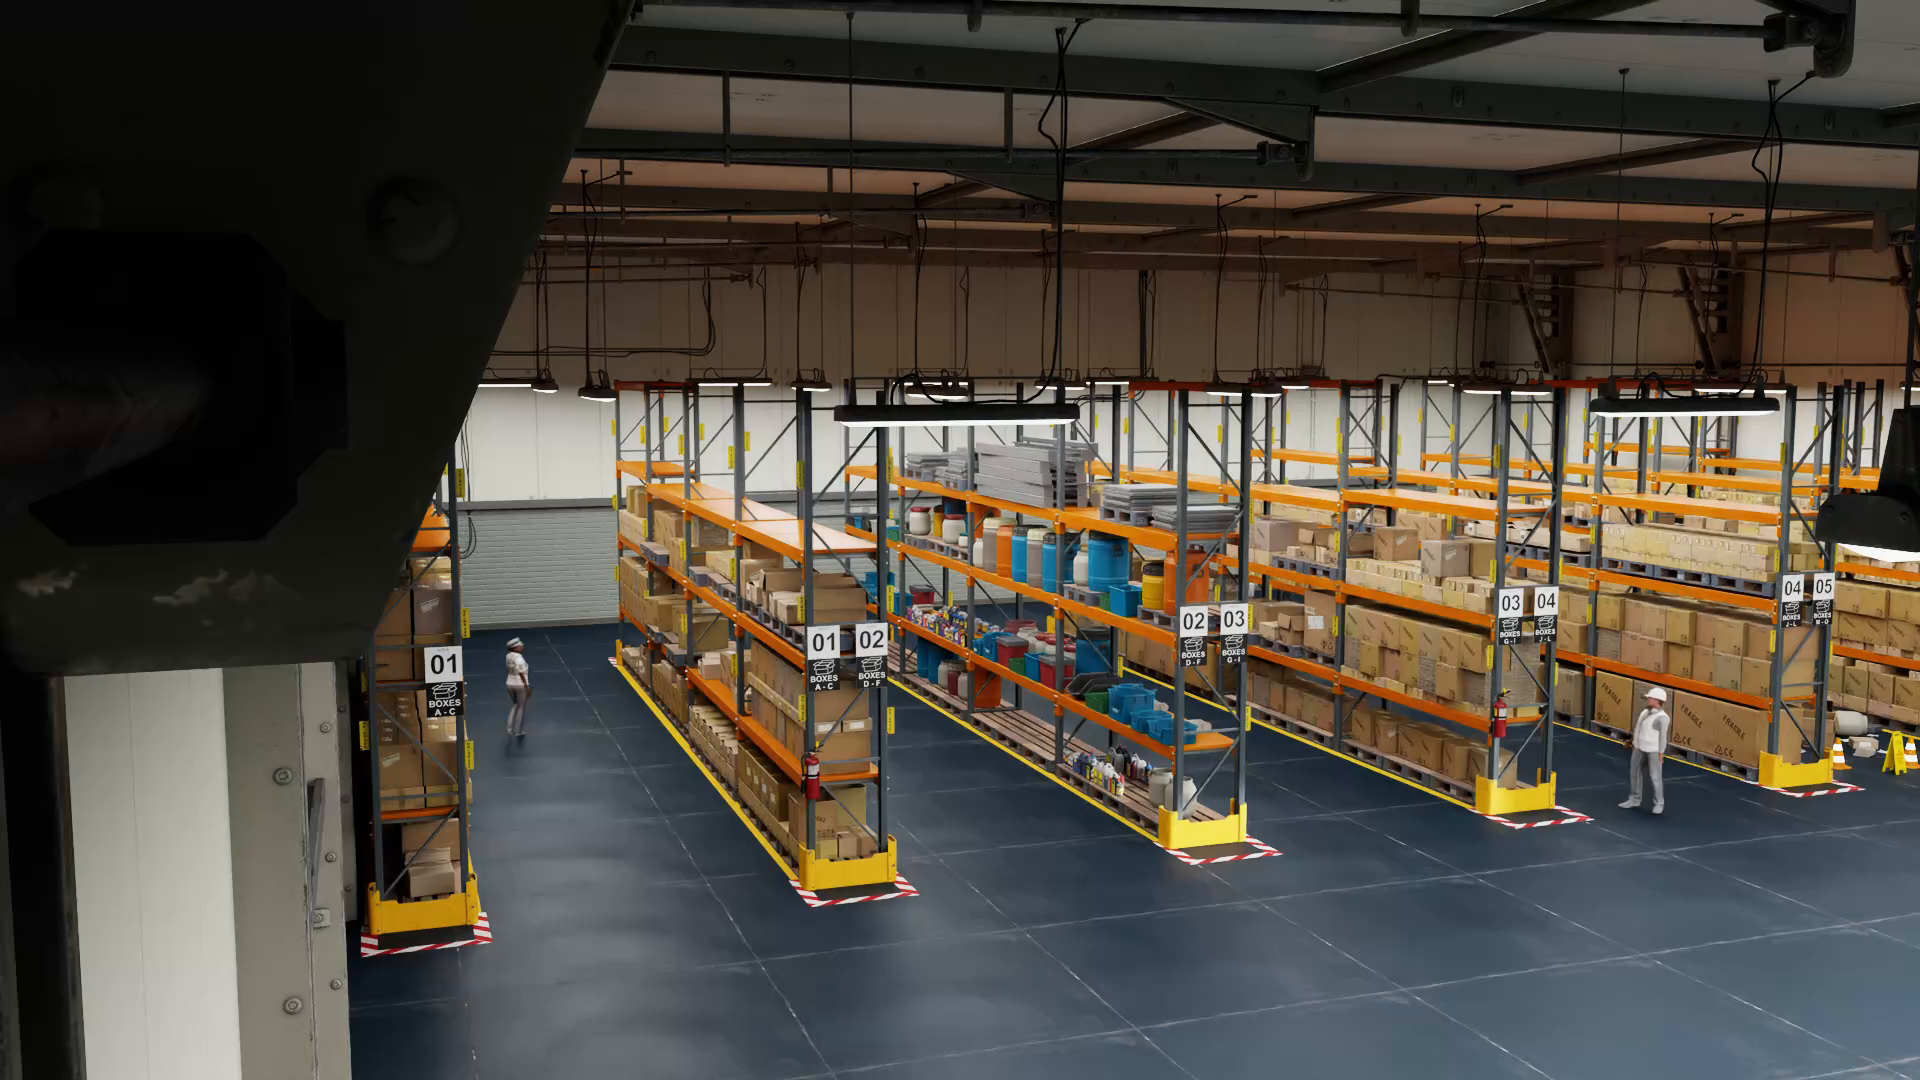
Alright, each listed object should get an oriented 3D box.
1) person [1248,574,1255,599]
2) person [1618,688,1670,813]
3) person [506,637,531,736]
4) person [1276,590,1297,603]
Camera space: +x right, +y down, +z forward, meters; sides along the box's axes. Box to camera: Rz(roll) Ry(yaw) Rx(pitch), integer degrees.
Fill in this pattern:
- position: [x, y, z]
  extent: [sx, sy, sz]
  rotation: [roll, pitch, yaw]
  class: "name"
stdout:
- position: [6.293, 1.517, 37.082]
  extent: [0.567, 1.781, 0.575]
  rotation: [-2, 6, -21]
  class: "person"
- position: [9.703, 2.953, 23.560]
  extent: [0.428, 1.779, 0.729]
  rotation: [-3, 7, -24]
  class: "person"
- position: [-7.510, 2.494, 28.318]
  extent: [0.472, 1.700, 0.422]
  rotation: [3, 7, 24]
  class: "person"
- position: [8.024, 1.136, 41.284]
  extent: [0.924, 1.599, 0.532]
  rotation: [2, 6, 16]
  class: "person"
